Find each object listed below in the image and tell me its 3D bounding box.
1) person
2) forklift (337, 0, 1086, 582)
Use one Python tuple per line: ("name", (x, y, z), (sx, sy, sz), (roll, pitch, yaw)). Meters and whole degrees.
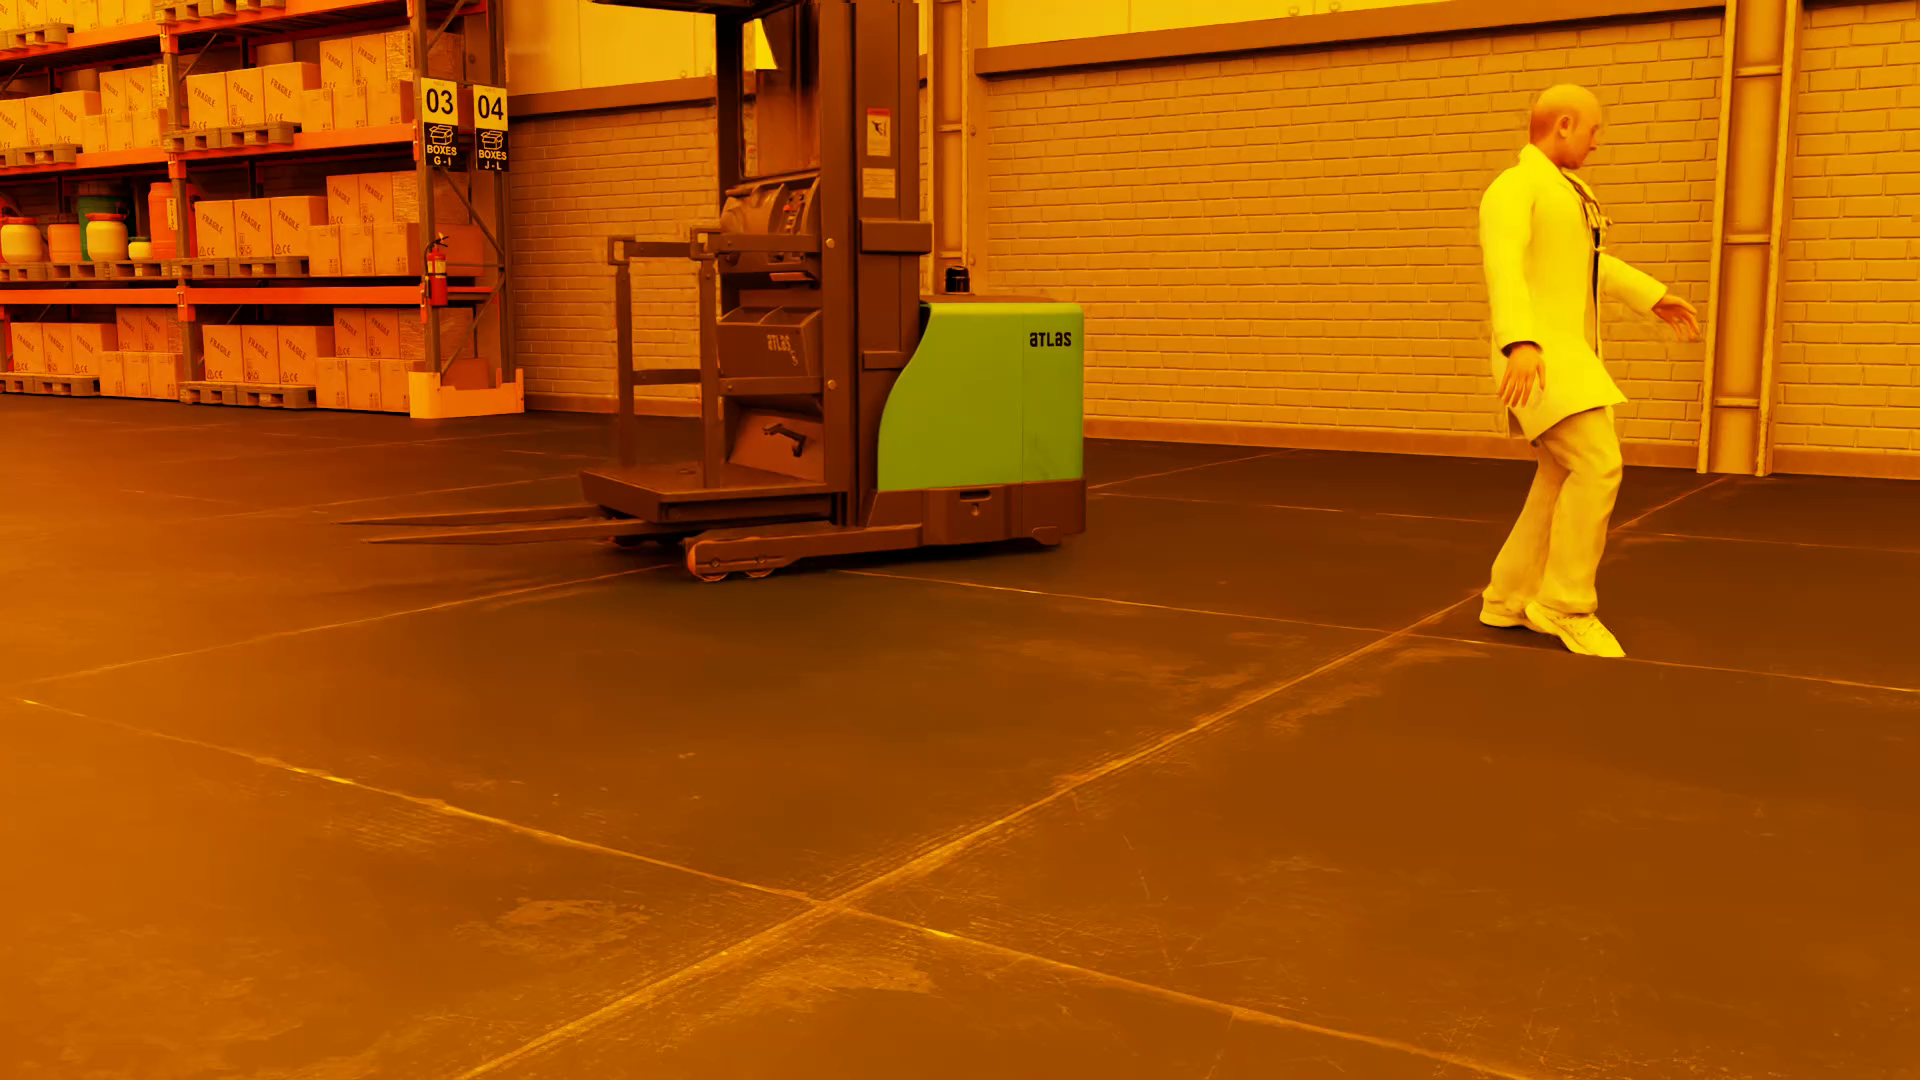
("person", (1.946, -0.527, 5.285), (0.568, 1.809, 0.994), (7, 10, 39))
("forklift", (-0.979, -1.372, 6.840), (3.031, 2.935, 1.130), (-5, 9, -30))
